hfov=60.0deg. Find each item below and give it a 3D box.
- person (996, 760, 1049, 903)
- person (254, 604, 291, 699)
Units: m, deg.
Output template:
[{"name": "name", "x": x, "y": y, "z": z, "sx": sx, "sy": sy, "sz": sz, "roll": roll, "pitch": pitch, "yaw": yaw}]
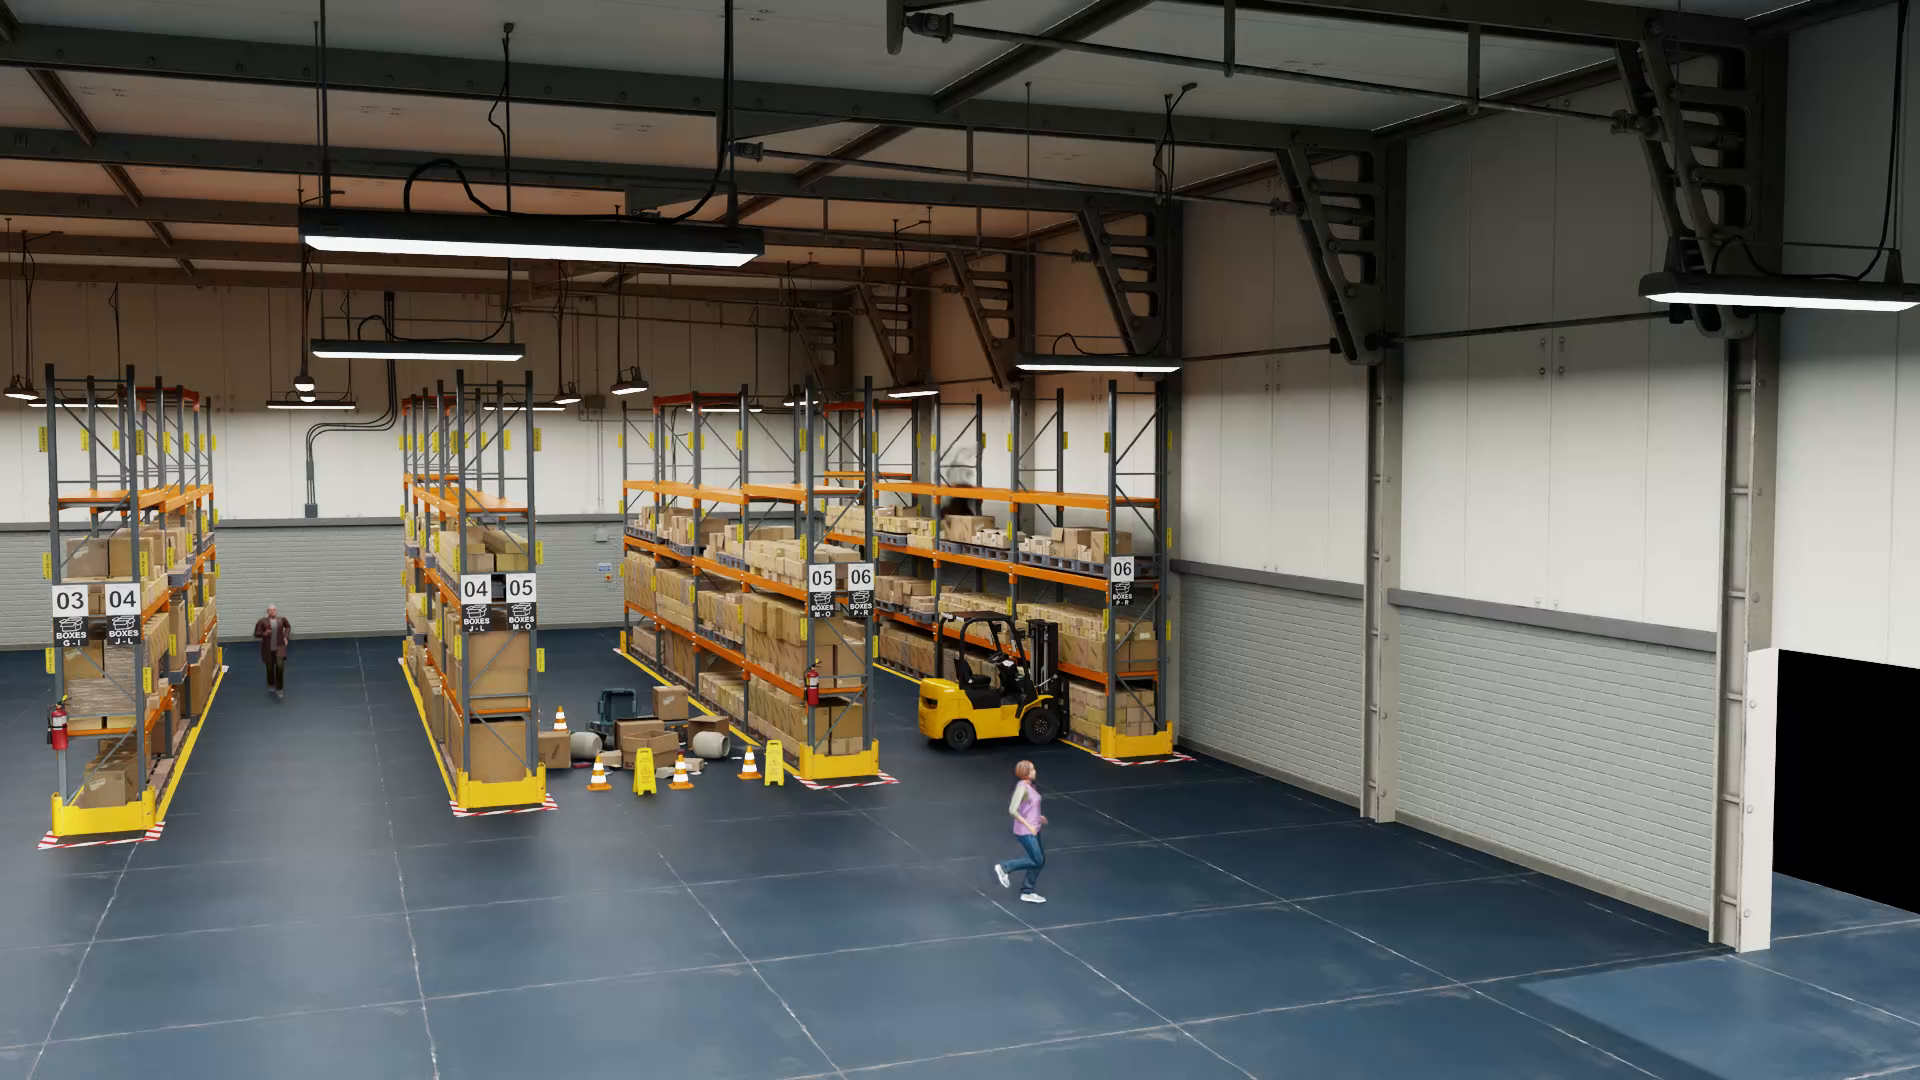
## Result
[{"name": "person", "x": 0.676, "y": 3.177, "z": 18.140, "sx": 0.549, "sy": 1.546, "sz": 0.537, "roll": 1, "pitch": 3, "yaw": 16}, {"name": "person", "x": -13.562, "y": 2.189, "z": 32.826, "sx": 0.692, "sy": 1.841, "sz": 0.842, "roll": -2, "pitch": 4, "yaw": -24}]
